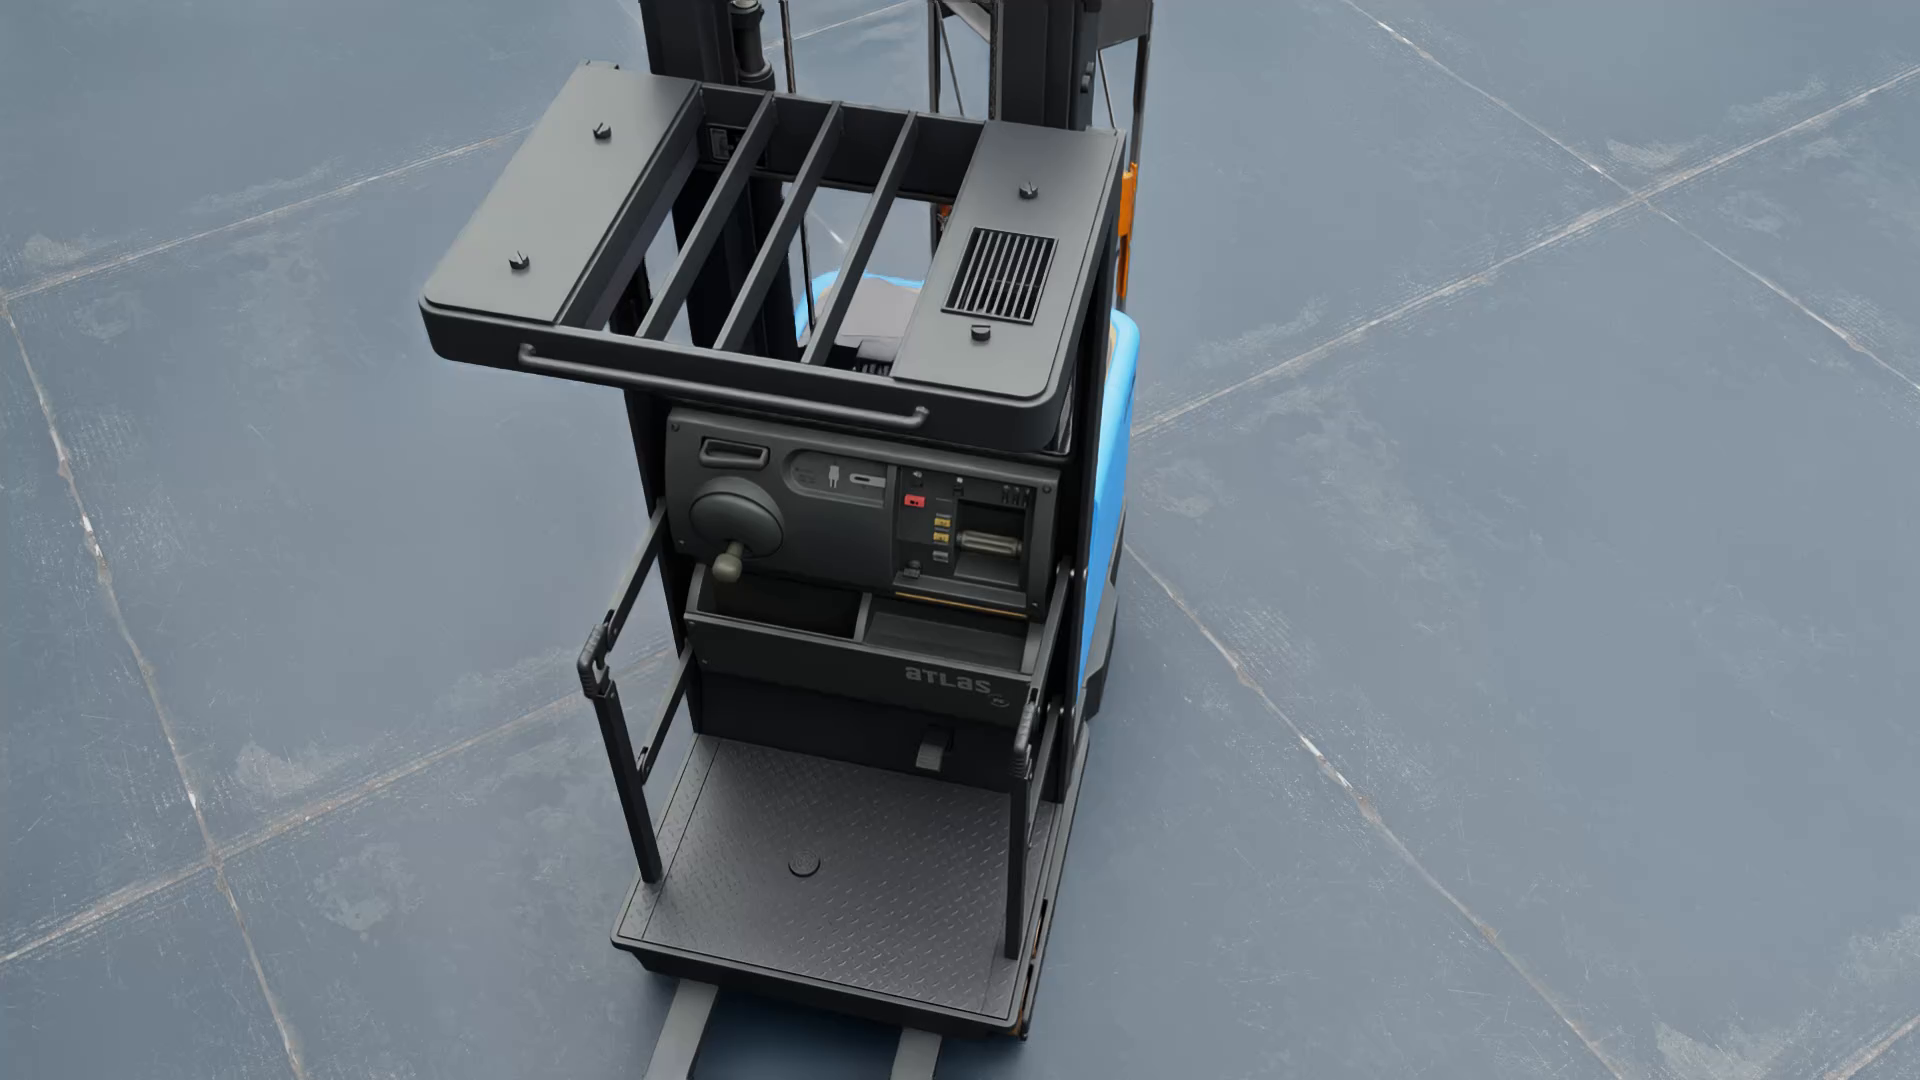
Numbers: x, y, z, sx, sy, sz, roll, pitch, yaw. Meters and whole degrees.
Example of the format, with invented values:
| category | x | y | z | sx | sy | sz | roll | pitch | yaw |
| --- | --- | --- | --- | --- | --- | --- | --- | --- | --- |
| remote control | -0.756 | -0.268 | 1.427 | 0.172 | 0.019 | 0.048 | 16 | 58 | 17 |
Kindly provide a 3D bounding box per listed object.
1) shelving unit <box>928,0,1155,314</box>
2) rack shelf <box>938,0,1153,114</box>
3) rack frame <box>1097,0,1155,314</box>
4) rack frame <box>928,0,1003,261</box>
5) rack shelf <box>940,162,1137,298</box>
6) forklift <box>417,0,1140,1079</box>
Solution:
| category | x | y | z | sx | sy | sz | roll | pitch | yaw |
| --- | --- | --- | --- | --- | --- | --- | --- | --- | --- |
| shelving unit | 0.225 | -1.011 | 5.244 | 0.503 | 2.100 | 0.431 | -24 | 53 | -20 |
| rack shelf | 0.225 | -1.467 | 4.732 | 0.480 | 0.518 | 0.431 | -24 | 53 | -20 |
| rack frame | 0.435 | -1.104 | 5.327 | 0.015 | 2.100 | 0.400 | -24 | 53 | -20 |
| rack frame | 0.016 | -0.918 | 5.161 | 0.015 | 2.100 | 0.400 | -24 | 53 | -20 |
| rack shelf | 0.225 | -1.002 | 5.254 | 0.480 | 0.518 | 0.431 | -24 | 53 | -20 |
| forklift | -0.285 | 0.053 | 3.740 | 1.130 | 2.935 | 3.031 | 10 | 49 | 9 |
